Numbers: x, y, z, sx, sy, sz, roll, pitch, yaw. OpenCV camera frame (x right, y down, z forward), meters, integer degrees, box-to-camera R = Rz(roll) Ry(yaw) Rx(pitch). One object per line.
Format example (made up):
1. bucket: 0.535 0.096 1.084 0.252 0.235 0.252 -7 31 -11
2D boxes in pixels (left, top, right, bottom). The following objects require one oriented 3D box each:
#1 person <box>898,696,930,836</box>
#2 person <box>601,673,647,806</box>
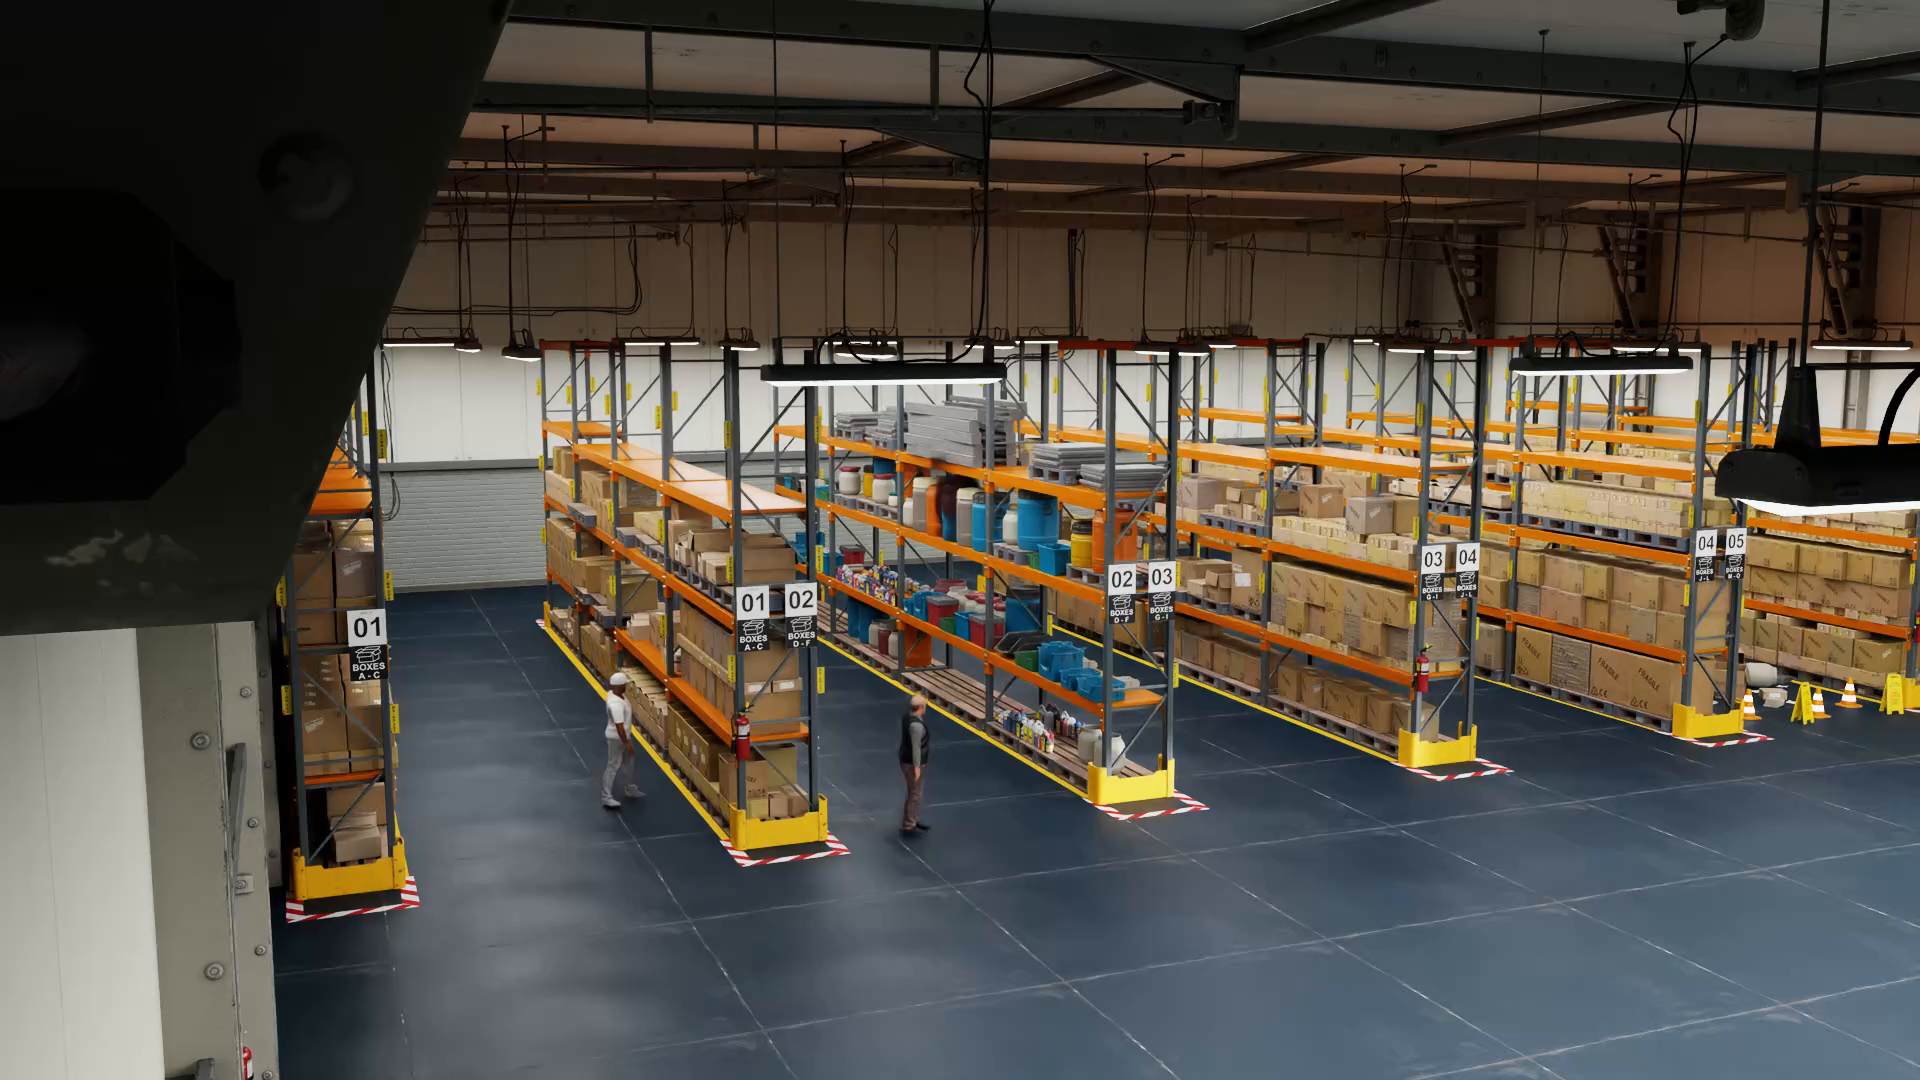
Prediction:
1. person: -0.567 2.795 20.721 0.387 1.740 0.574 -1 8 -11
2. person: -4.478 2.619 22.001 0.523 1.795 0.703 0 7 1
